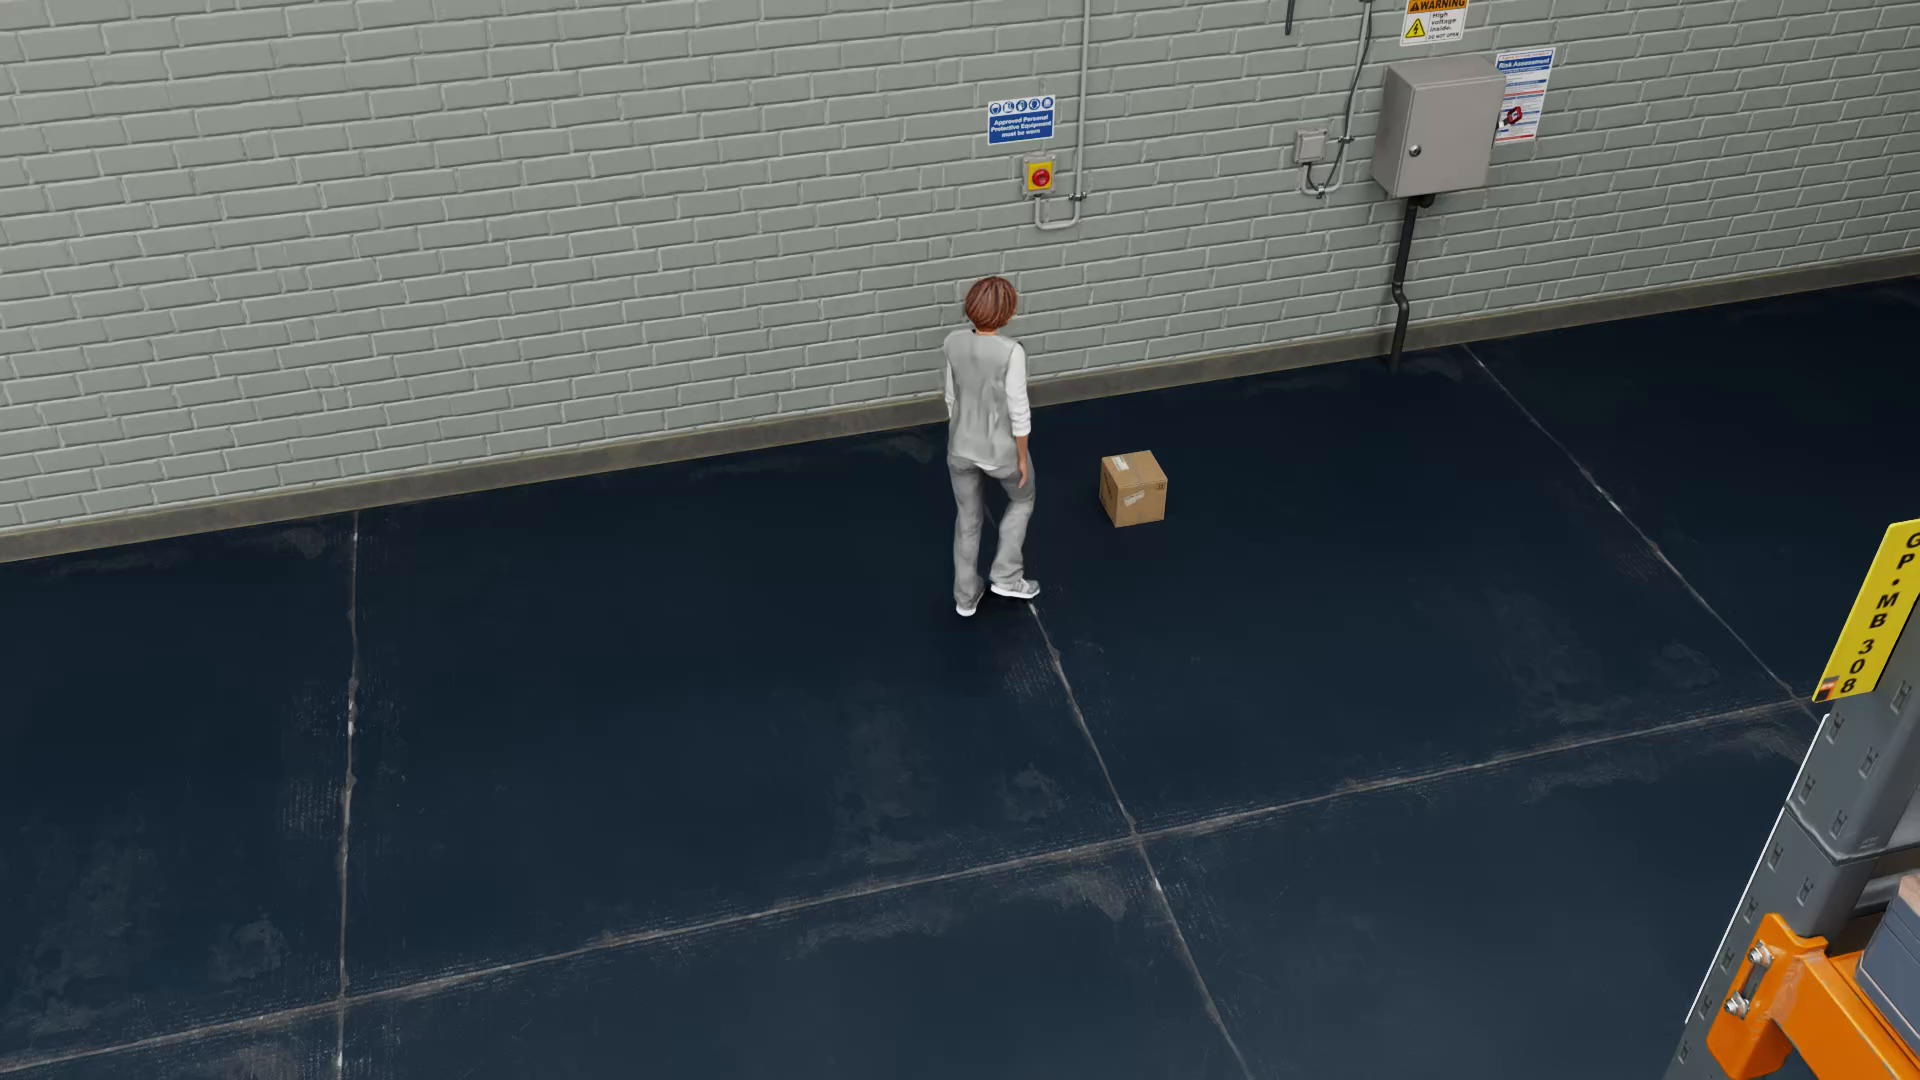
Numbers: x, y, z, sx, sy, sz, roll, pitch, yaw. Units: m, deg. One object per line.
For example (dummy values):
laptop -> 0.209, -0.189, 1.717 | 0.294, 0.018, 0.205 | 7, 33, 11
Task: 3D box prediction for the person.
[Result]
person -> 0.115, -0.363, 7.159 | 0.449, 1.601, 0.431 | 14, 41, 17
